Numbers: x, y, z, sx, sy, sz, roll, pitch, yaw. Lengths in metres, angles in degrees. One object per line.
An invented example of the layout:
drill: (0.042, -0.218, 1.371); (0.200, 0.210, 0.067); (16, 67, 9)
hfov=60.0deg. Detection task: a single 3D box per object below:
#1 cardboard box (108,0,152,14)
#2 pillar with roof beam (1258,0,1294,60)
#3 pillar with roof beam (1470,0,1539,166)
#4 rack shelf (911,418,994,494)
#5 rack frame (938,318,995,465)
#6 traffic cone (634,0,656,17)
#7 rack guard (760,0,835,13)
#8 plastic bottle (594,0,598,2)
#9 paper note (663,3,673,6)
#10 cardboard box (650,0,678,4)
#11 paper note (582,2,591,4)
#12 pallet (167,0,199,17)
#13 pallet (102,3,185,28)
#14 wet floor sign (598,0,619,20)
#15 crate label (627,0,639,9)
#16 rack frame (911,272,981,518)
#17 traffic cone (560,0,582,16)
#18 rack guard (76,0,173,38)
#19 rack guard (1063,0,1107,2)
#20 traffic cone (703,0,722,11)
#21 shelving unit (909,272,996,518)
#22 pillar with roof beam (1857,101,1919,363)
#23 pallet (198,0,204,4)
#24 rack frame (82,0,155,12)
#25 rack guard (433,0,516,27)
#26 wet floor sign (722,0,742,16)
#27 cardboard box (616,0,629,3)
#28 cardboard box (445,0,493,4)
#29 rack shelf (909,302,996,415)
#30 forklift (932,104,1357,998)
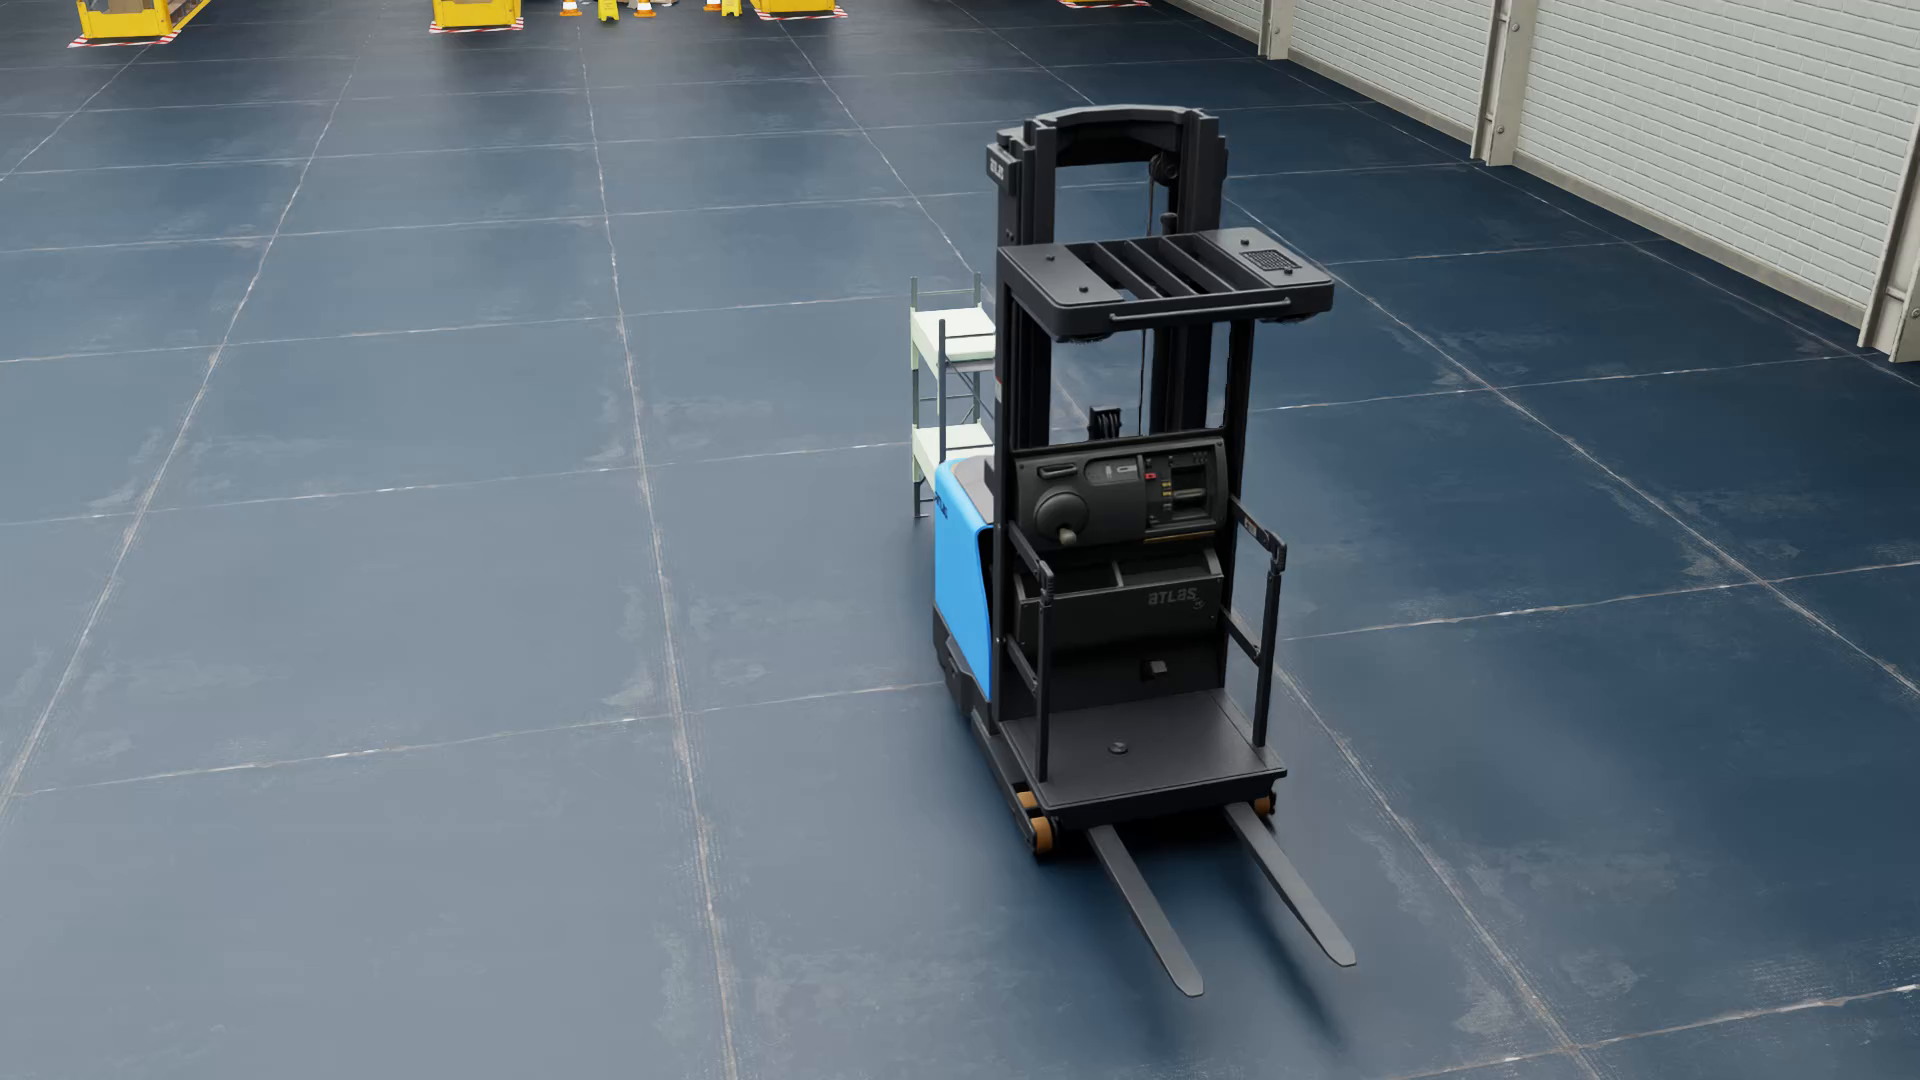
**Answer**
cardboard box: (-12.349, -8.100, 24.777); (0.500, 0.500, 0.500); (-1, 27, -2)
pillar with roof beam: (0.144, -10.269, 20.108); (9.100, 9.000, 0.400); (-6, 27, -12)
pillar with roof beam: (1.497, -7.635, 14.889); (9.100, 9.000, 0.400); (-6, 27, -12)
rack shelf: (0.002, -0.376, 9.553); (0.431, 0.370, 0.720); (-6, 27, -12)
rack frame: (0.084, -0.506, 9.088); (0.400, 1.500, 0.023); (-6, 27, -12)
traffic cone: (-4.928, -8.422, 25.922); (0.336, 0.463, 0.334); (-6, 27, -12)
rack guard: (-2.587, -8.676, 26.385); (1.175, 0.500, 0.348); (-6, 27, -12)
plastic bottle: (-5.969, -8.894, 27.304); (0.133, 0.061, 0.283); (-16, 31, -29)
paper note: (-4.722, -8.646, 26.846); (0.148, 0.019, 0.142); (-16, 31, -29)
cardboard box: (-4.833, -8.856, 27.131); (0.380, 0.149, 0.250); (8, 28, 15)
paper note: (-6.060, -8.728, 27.010); (0.144, 0.017, 0.142); (3, 27, 6)
pallet: (-12.662, -8.436, 26.229); (1.003, 0.211, 1.213); (-6, 27, -12)
pallet: (-12.391, -7.901, 25.170); (1.003, 0.211, 1.213); (-6, 27, -12)
wet floor sign: (-5.434, -8.349, 25.575); (0.267, 0.644, 0.232); (-11, 29, -20)
crate label: (-5.166, -8.615, 26.667); (0.250, 0.136, 0.298); (-23, 35, -38)
rack frame: (-0.081, -0.827, 9.725); (0.400, 1.500, 0.023); (-6, 27, -12)
traffic cone: (-6.106, -8.457, 25.991); (0.336, 0.463, 0.334); (-6, 27, -12)
rack guard: (-12.242, -7.670, 24.391); (1.175, 0.500, 0.348); (-6, 27, -12)
rack guard: (2.271, -9.138, 27.300); (1.175, 0.500, 0.348); (-6, 27, -12)
traffic cone: (-3.924, -8.684, 26.441); (0.336, 0.463, 0.334); (-6, 27, -12)
shelving unit: (0.002, -0.667, 9.406); (0.431, 1.500, 0.755); (-6, 27, -12)
pillar with roof beam: (2.849, -5.001, 9.670); (9.100, 9.000, 0.400); (-6, 27, -12)
pallet: (-12.940, -8.972, 27.292); (1.003, 0.211, 1.213); (-6, 27, -12)
rack frame: (-12.225, -8.752, 23.762); (1.000, 3.000, 0.127); (-6, 27, -12)
rack guard: (-7.364, -8.085, 25.214); (1.175, 0.500, 0.348); (-6, 27, -12)
wet floor sign: (-3.569, -8.516, 25.905); (0.267, 0.644, 0.232); (3, 27, 6)
cardboard box: (-5.432, -9.158, 27.336); (0.637, 0.503, 0.797); (19, 32, 32)
cardboard box: (-7.587, -8.742, 25.632); (0.875, 0.875, 0.875); (-6, 27, -11)
rack shelf: (0.002, -1.015, 9.230); (0.431, 0.370, 0.720); (-6, 27, -12)
forklift: (0.745, -0.160, 6.814); (1.130, 2.935, 3.031); (-7, 28, -14)
